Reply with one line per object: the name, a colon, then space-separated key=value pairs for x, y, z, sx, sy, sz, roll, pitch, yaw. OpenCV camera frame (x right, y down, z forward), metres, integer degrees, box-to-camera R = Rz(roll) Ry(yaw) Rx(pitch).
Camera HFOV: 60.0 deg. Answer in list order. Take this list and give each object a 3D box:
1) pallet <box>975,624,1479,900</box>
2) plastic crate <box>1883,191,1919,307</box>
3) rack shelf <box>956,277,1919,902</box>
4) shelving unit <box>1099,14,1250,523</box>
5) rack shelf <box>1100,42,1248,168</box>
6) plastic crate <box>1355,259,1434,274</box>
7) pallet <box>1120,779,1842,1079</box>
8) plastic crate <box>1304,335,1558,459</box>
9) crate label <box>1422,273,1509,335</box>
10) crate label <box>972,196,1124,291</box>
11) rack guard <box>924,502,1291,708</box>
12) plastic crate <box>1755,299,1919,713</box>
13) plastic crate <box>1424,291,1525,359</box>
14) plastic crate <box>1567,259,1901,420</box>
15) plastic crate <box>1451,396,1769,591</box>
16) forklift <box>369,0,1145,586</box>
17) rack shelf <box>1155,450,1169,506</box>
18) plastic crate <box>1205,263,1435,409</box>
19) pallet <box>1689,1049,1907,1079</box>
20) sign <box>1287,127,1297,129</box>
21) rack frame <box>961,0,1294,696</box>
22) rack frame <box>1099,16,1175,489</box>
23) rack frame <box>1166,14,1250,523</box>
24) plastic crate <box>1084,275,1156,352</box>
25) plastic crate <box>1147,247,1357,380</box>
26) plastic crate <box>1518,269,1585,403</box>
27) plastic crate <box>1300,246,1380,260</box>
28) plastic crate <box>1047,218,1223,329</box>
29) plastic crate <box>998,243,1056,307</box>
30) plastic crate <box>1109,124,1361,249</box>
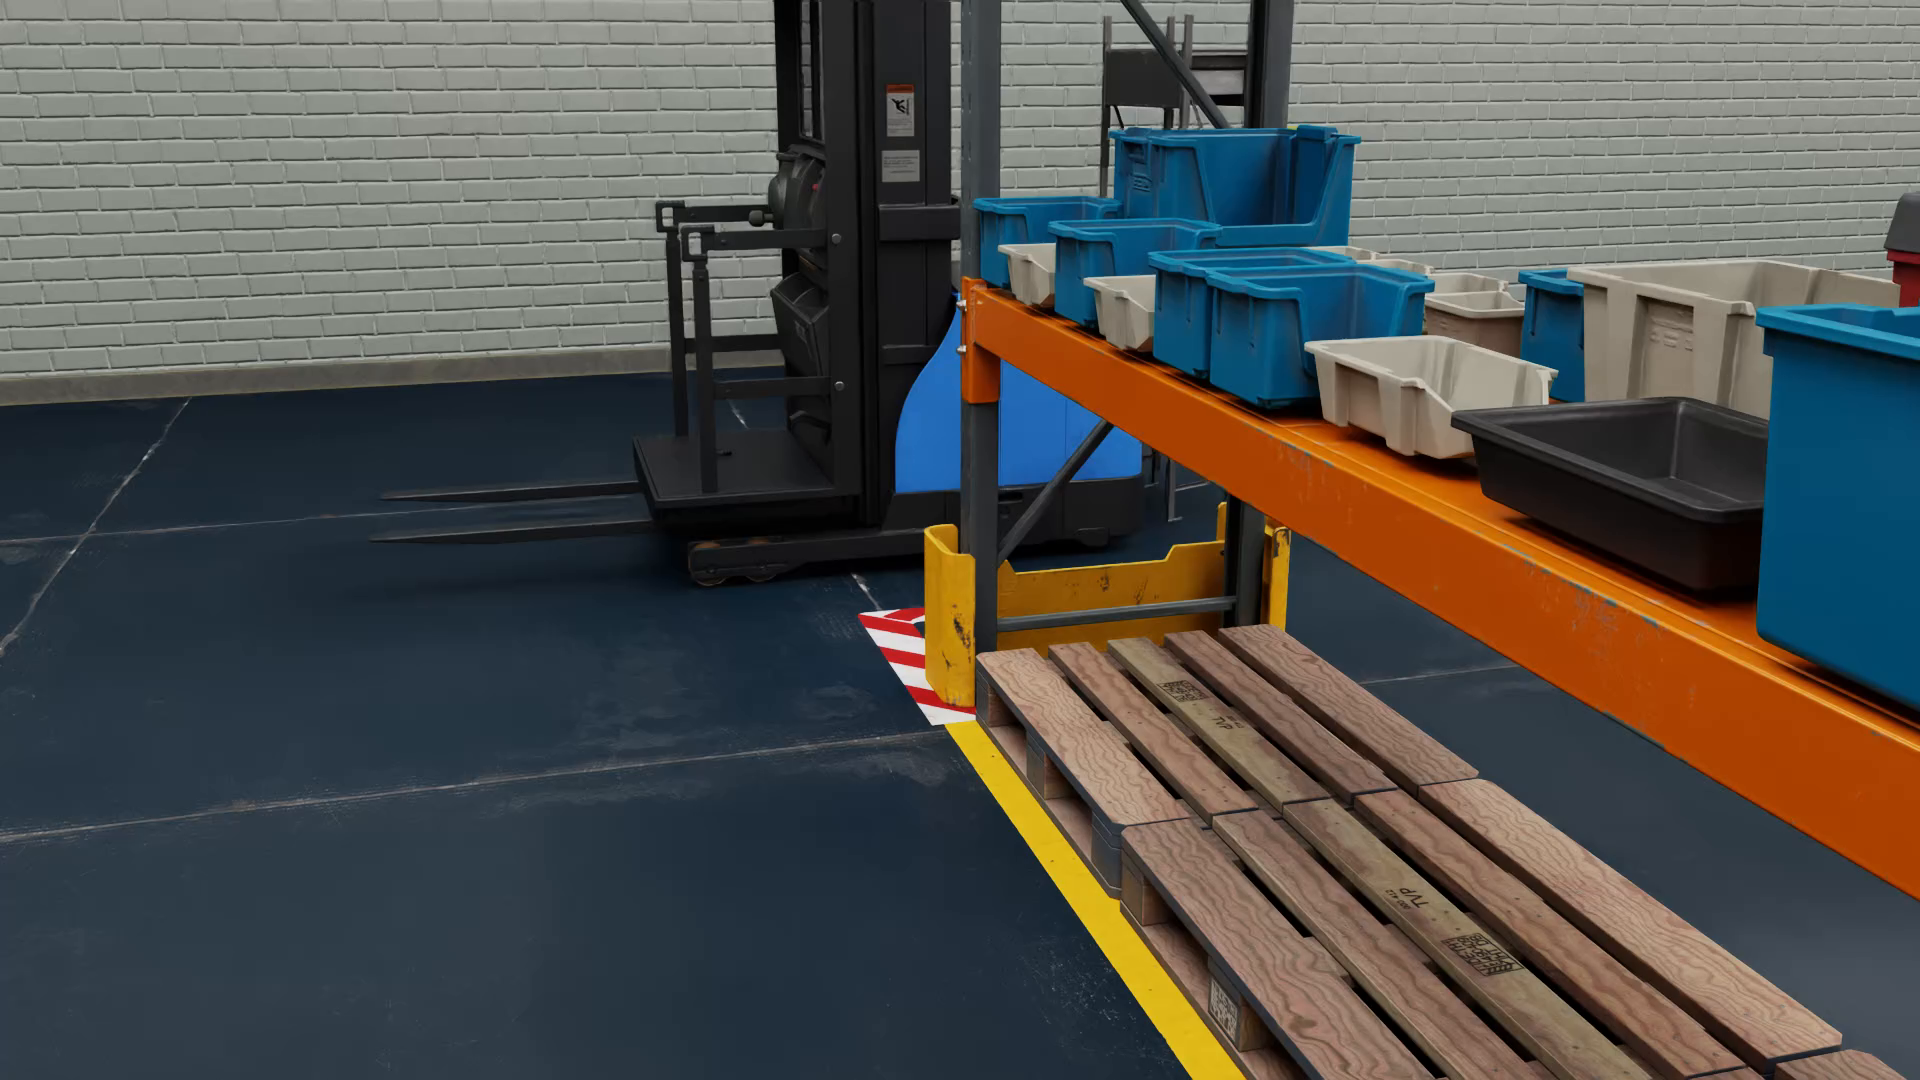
pallet: x=0.688 y=0.572 z=4.681 sx=1.003 sy=0.211 sz=1.213 roll=-5 pitch=17 yaw=-15
plastic crate: x=1.594 y=-0.214 z=2.236 sx=0.402 sy=0.464 sz=0.583 roll=-5 pitch=17 yaw=-15
rack shelf: x=1.048 y=-0.097 z=3.311 sx=1.077 sy=0.370 sz=4.000 roll=-5 pitch=17 yaw=-15
shelving unit: x=0.912 y=-1.170 z=7.198 sx=0.431 sy=2.100 sz=0.503 roll=-12 pitch=20 yaw=-35
rack shelf: x=0.912 y=-1.828 z=7.001 sx=0.431 sy=0.518 sz=0.480 roll=-12 pitch=20 yaw=-35
plastic crate: x=0.963 y=-0.604 z=4.104 sx=0.396 sy=0.136 sz=0.243 roll=-5 pitch=17 yaw=-15
pallet: x=1.020 y=0.909 z=3.559 sx=1.003 sy=0.211 sz=1.213 roll=-5 pitch=17 yaw=-15
plastic crate: x=0.831 y=-0.248 z=2.919 sx=0.293 sy=0.136 sz=0.466 roll=-5 pitch=17 yaw=-15
crate label: x=1.063 y=-0.529 z=3.854 sx=0.396 sy=0.136 sz=0.243 roll=-5 pitch=17 yaw=-15
crate label: x=0.250 y=-0.849 z=4.750 sx=0.416 sy=0.233 sz=0.303 roll=-5 pitch=17 yaw=-15
rack guard: x=0.480 y=0.197 z=5.427 sx=1.175 sy=0.500 sz=0.348 roll=-5 pitch=17 yaw=-15
plastic crate: x=1.142 y=-0.011 z=1.699 sx=0.392 sy=0.384 sz=0.575 roll=-5 pitch=17 yaw=-15
plastic crate: x=1.162 y=-0.449 z=3.587 sx=0.298 sy=0.136 sz=0.250 roll=-5 pitch=17 yaw=-15
plastic crate: x=1.356 y=-0.297 z=2.829 sx=0.437 sy=0.282 sz=0.530 roll=-5 pitch=17 yaw=-15
plastic crate: x=1.032 y=-0.073 z=2.357 sx=0.437 sy=0.125 sz=0.590 roll=-5 pitch=17 yaw=-15
forklift: x=-0.820 y=-1.396 z=6.503 sx=3.031 sy=2.935 sz=1.130 roll=-4 pitch=17 yaw=-15
rack shelf: x=0.912 y=-0.487 z=7.404 sx=0.431 sy=0.518 sz=0.480 roll=-12 pitch=20 yaw=-35
plastic crate: x=0.694 y=-0.402 z=3.262 sx=0.416 sy=0.233 sz=0.300 roll=-5 pitch=17 yaw=-15
pallet: x=1.359 y=1.247 z=2.434 sx=1.003 sy=0.211 sz=1.213 roll=-5 pitch=17 yaw=-15
sign: x=1.023 y=-1.121 z=5.185 sx=0.100 sy=0.325 sz=0.005 roll=-5 pitch=17 yaw=-15
rack frame: x=0.499 y=-0.995 z=5.049 sx=1.000 sy=3.000 sz=0.127 roll=-5 pitch=17 yaw=-15
rack frame: x=0.767 y=-1.227 z=7.386 sx=0.400 sy=2.100 sz=0.015 roll=-12 pitch=20 yaw=-35
rack frame: x=1.057 y=-1.114 z=7.010 sx=0.400 sy=2.100 sz=0.015 roll=-12 pitch=20 yaw=-35
plastic crate: x=0.445 y=-0.520 z=3.823 sx=0.250 sy=0.136 sz=0.298 roll=-5 pitch=17 yaw=-15
plastic crate: x=0.612 y=-0.485 z=3.538 sx=0.416 sy=0.233 sz=0.300 roll=-5 pitch=17 yaw=-15
plastic crate: x=1.310 y=-0.395 z=3.241 sx=0.416 sy=0.233 sz=0.300 roll=-5 pitch=17 yaw=-15
plastic crate: x=0.897 y=-0.686 z=4.375 sx=0.396 sy=0.136 sz=0.243 roll=-5 pitch=17 yaw=-15
plastic crate: x=0.431 y=-0.667 z=4.144 sx=0.416 sy=0.233 sz=0.300 roll=-5 pitch=17 yaw=-15
plastic crate: x=0.259 y=-0.707 z=4.447 sx=0.250 sy=0.136 sz=0.298 roll=-5 pitch=17 yaw=-15
plastic crate: x=0.770 y=-0.962 z=4.776 sx=0.616 sy=0.435 sz=0.499 roll=-5 pitch=17 yaw=-15
